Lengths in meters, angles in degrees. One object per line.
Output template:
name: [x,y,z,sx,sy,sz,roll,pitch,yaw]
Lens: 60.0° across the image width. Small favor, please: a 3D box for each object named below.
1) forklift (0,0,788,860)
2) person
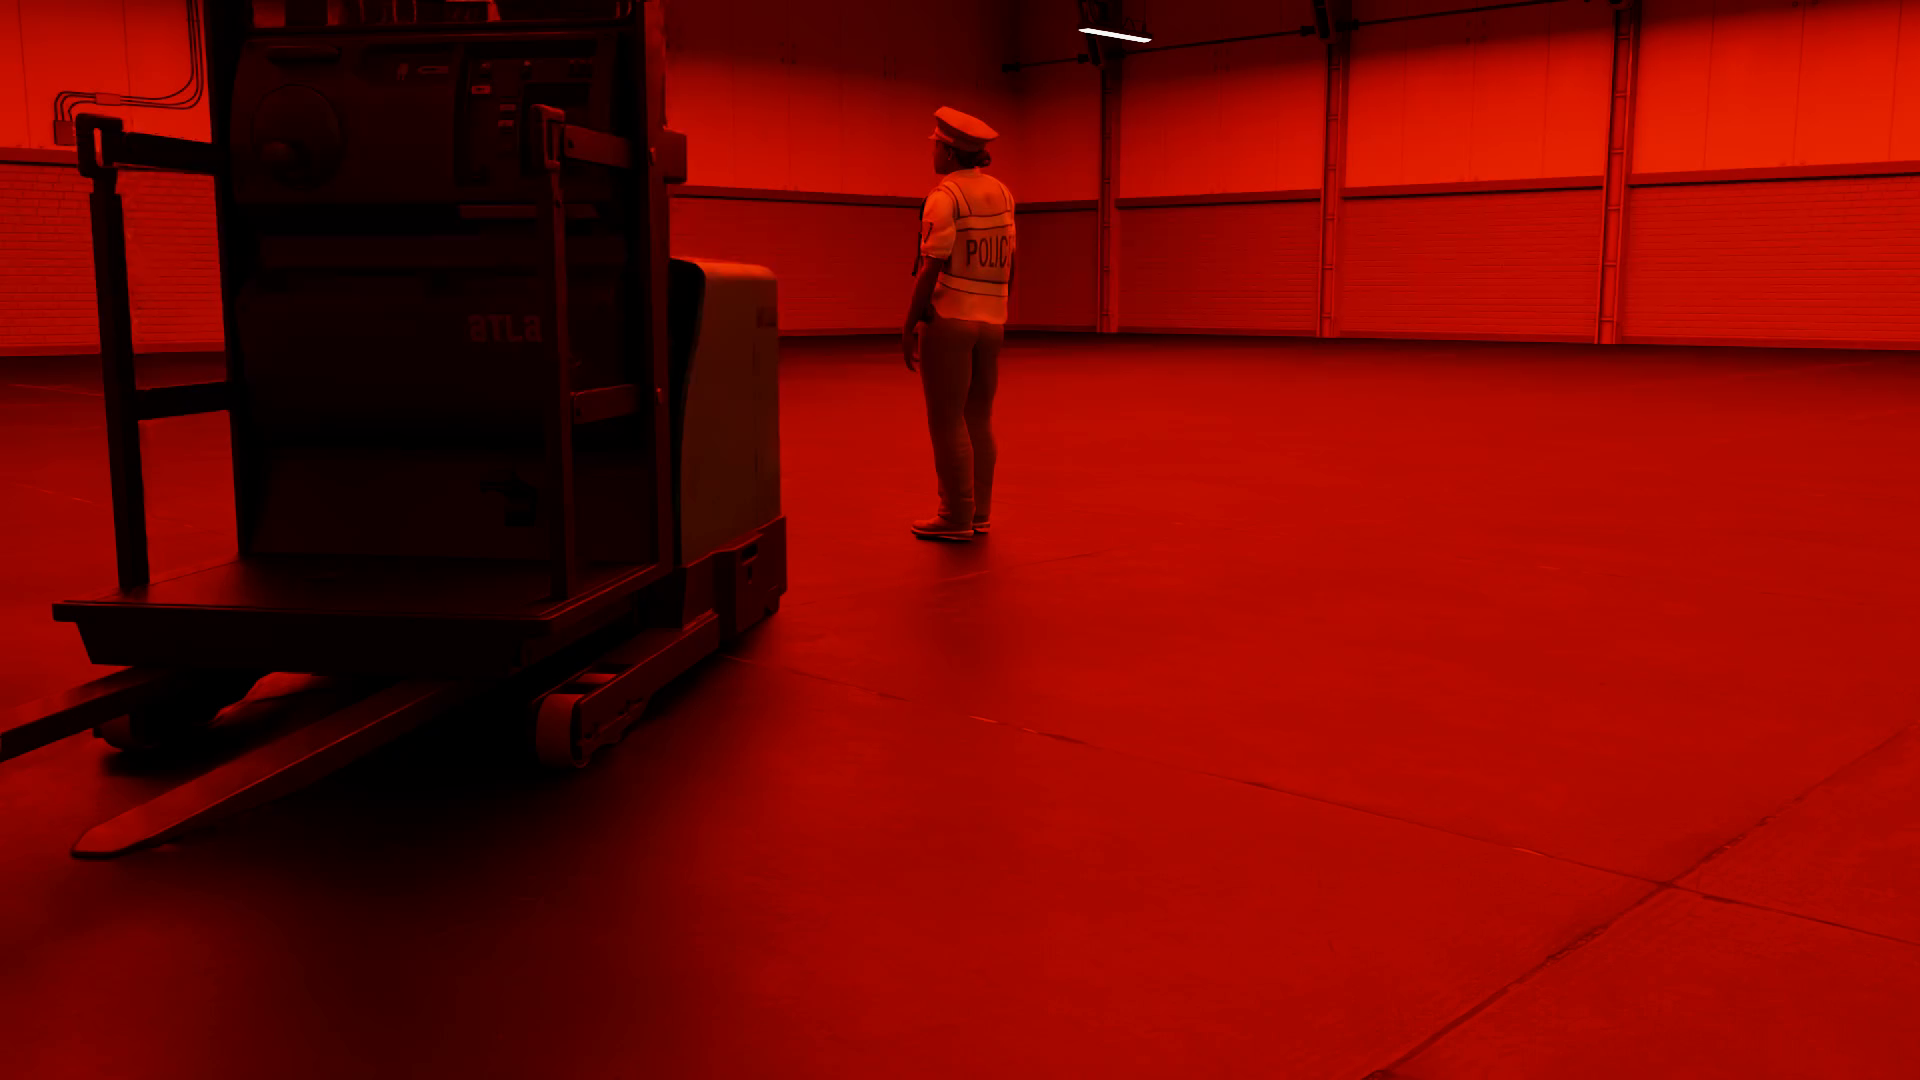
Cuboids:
forklift: [-1.277,-1.021,3.654,1.130,2.935,3.031,1,9,9]
person: [-0.040,-0.855,6.656,0.530,1.695,0.569,8,12,43]
